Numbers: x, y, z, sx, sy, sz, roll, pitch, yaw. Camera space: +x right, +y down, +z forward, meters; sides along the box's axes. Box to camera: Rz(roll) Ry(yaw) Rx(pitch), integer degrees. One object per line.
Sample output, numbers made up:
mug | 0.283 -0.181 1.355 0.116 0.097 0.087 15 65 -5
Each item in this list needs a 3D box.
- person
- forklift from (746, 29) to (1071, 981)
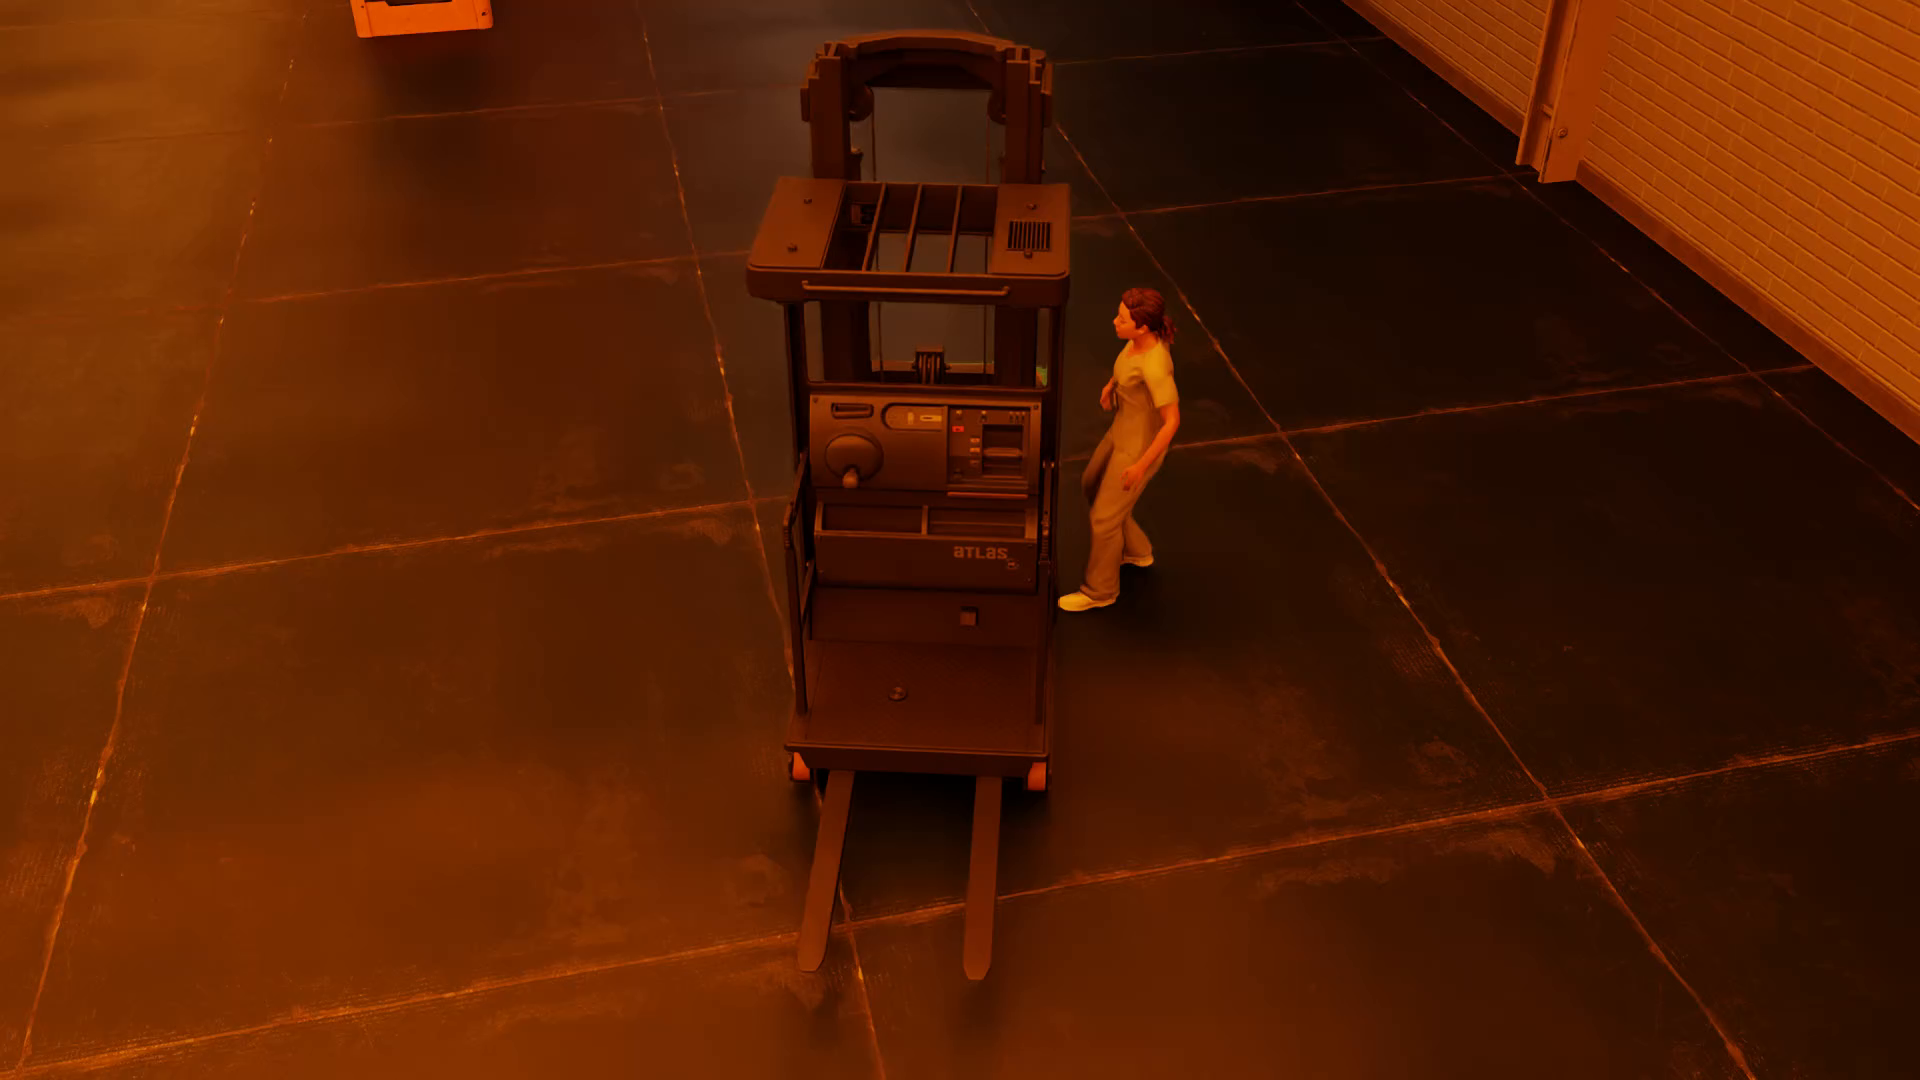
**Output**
person | 0.726 -0.455 7.829 0.531 1.623 0.787 -1 36 -1
forklift | -0.151 -0.321 6.496 1.130 2.935 3.031 2 36 3
